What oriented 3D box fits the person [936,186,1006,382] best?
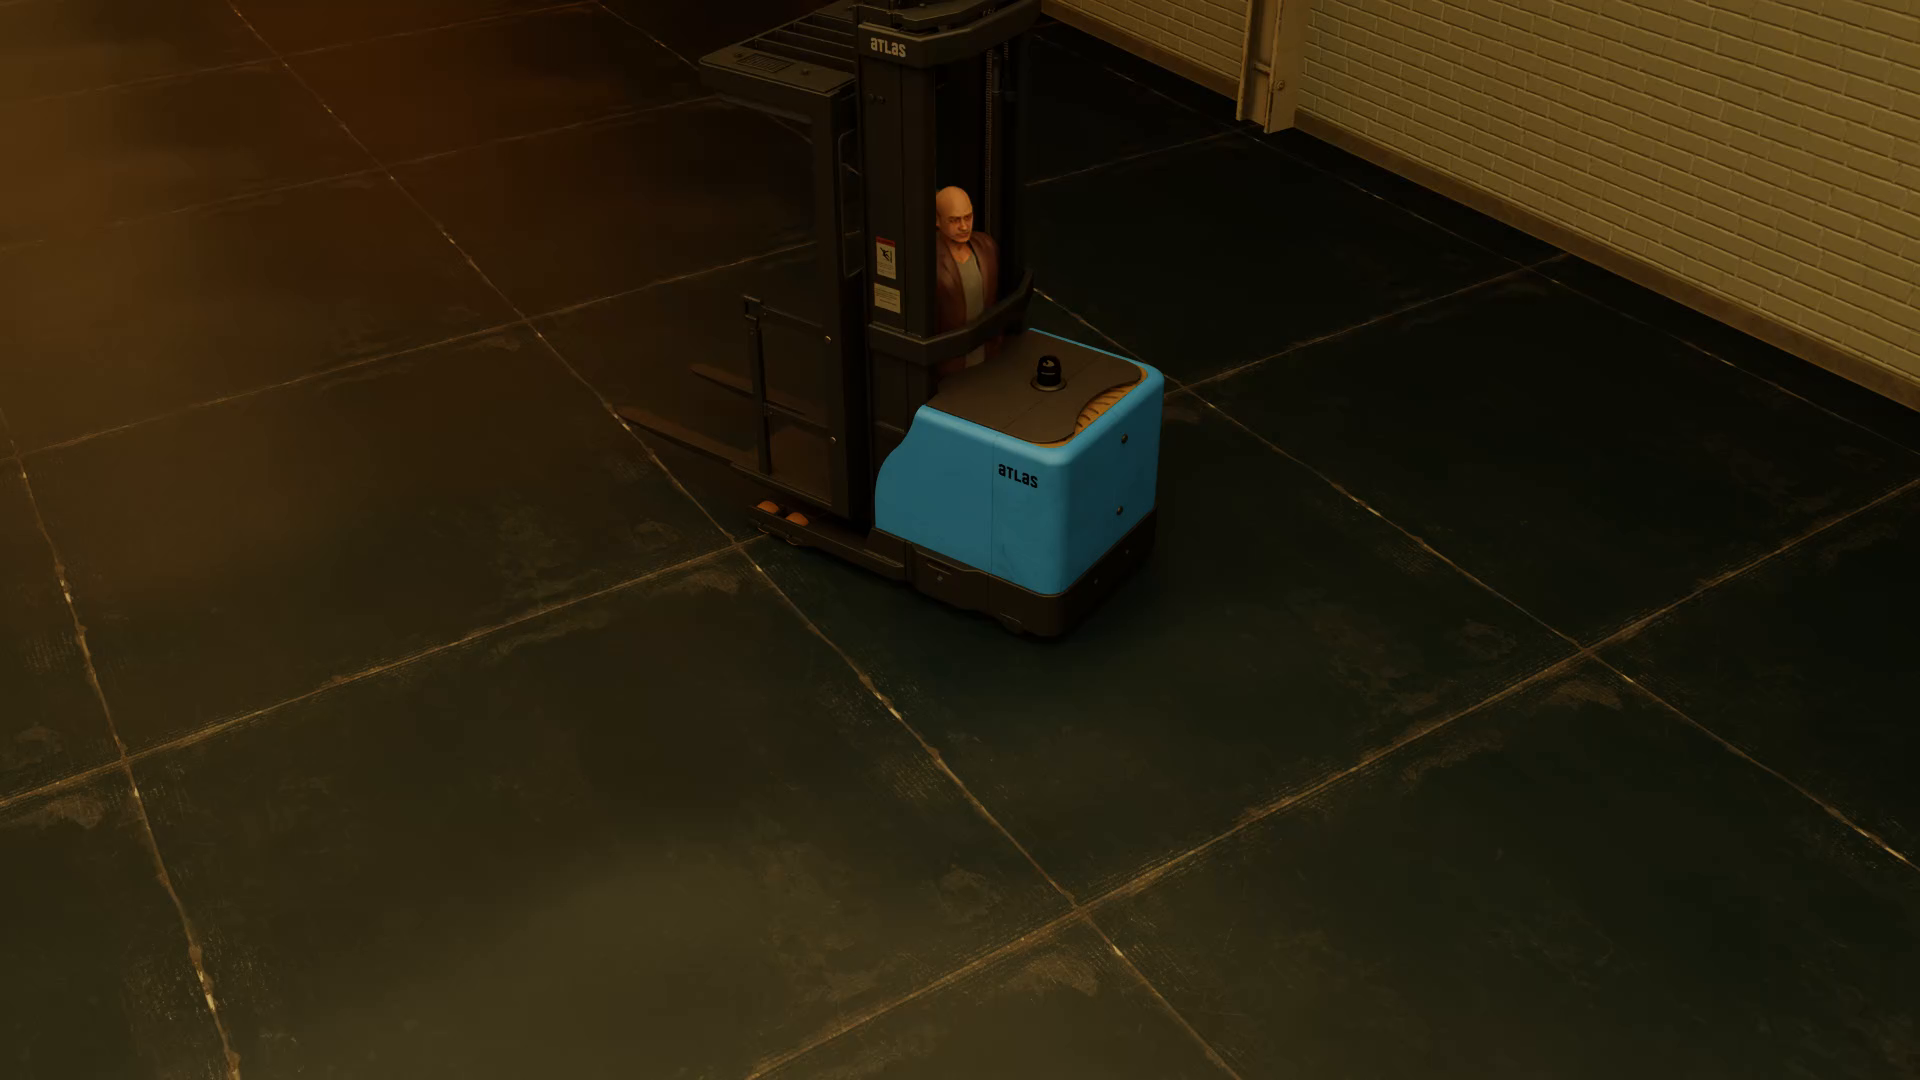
[{"bbox_3d":[-0.003,-0.892,8.070,0.566,1.707,0.324,-21,40,-27],"label":"person"}]

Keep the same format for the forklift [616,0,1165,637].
[{"bbox_3d":[-0.500,-1.399,8.138,3.031,2.935,1.130,22,41,28],"label":"forklift"}]
